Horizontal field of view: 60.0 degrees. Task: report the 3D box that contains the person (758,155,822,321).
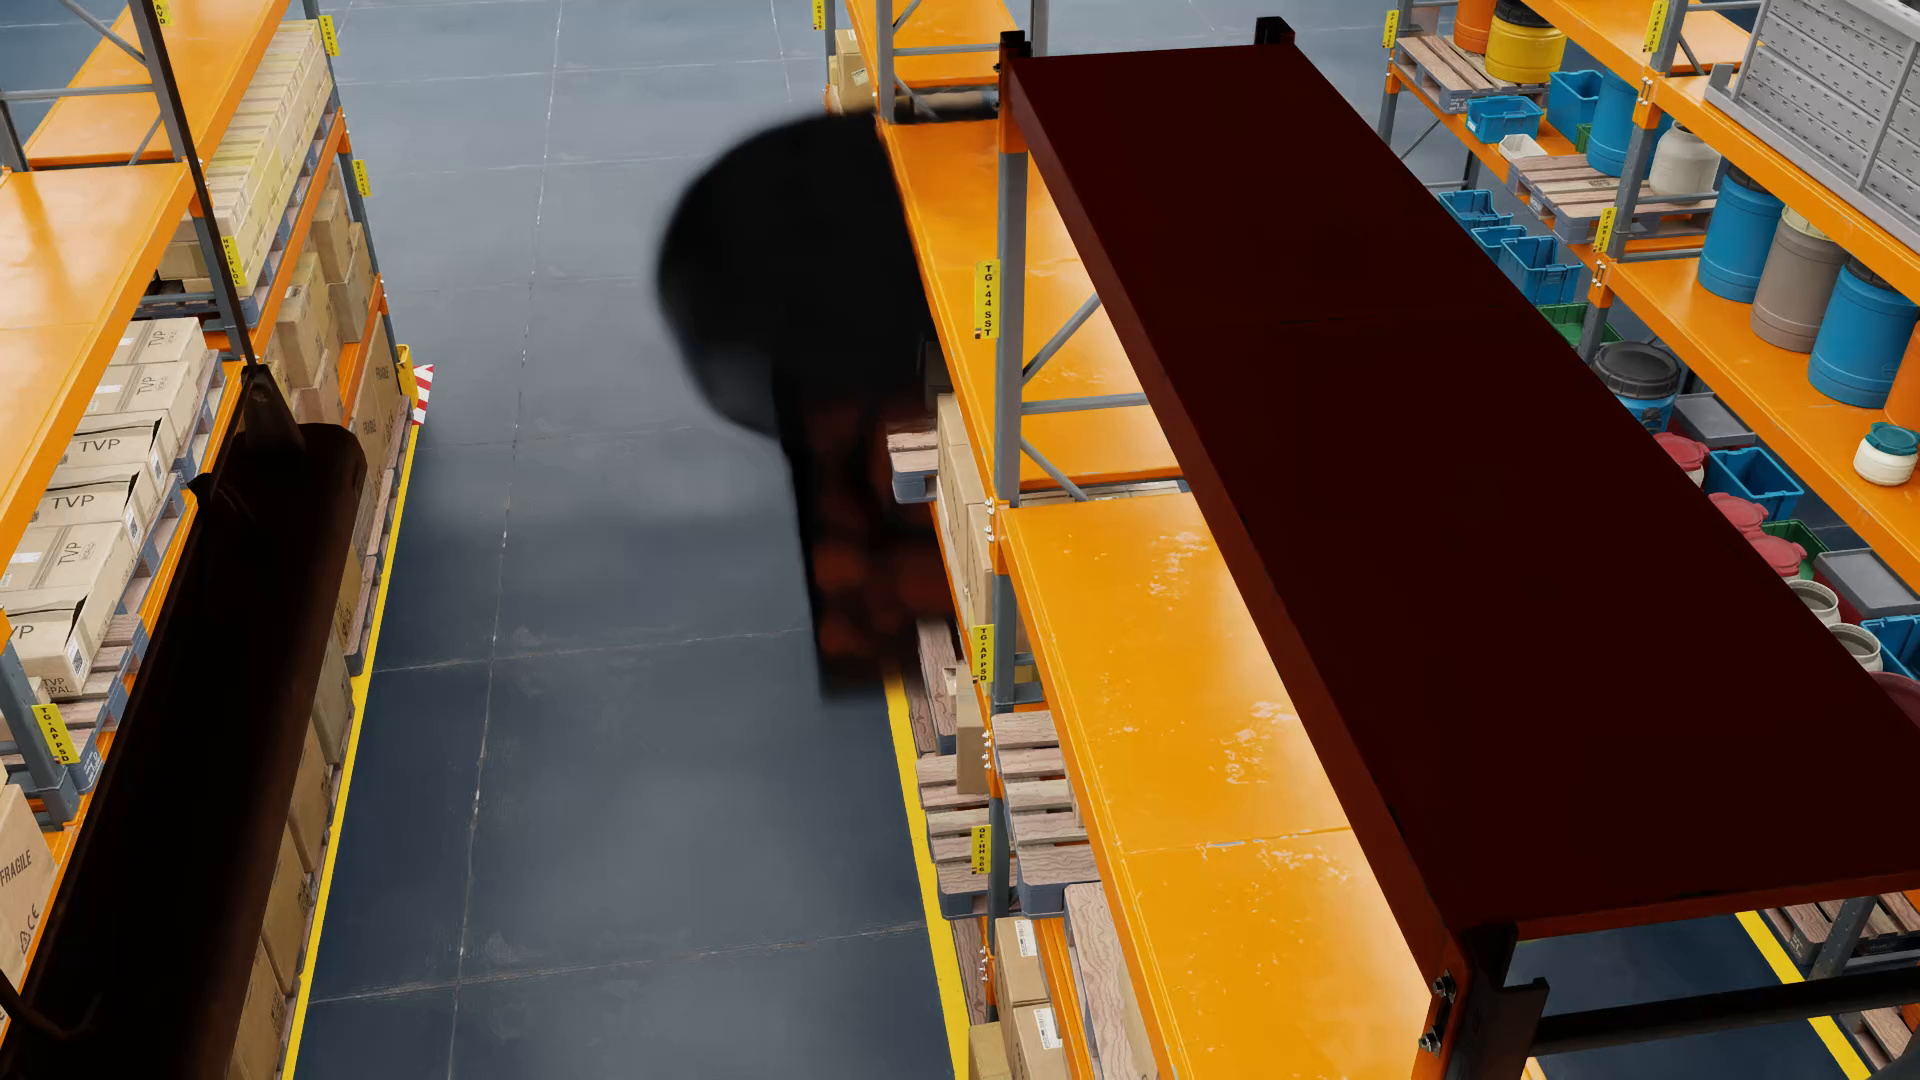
[{"bbox_3d":[-1.646,-2.898,15.979,0.547,1.665,0.421,-18,40,-23],"label":"person"}]
